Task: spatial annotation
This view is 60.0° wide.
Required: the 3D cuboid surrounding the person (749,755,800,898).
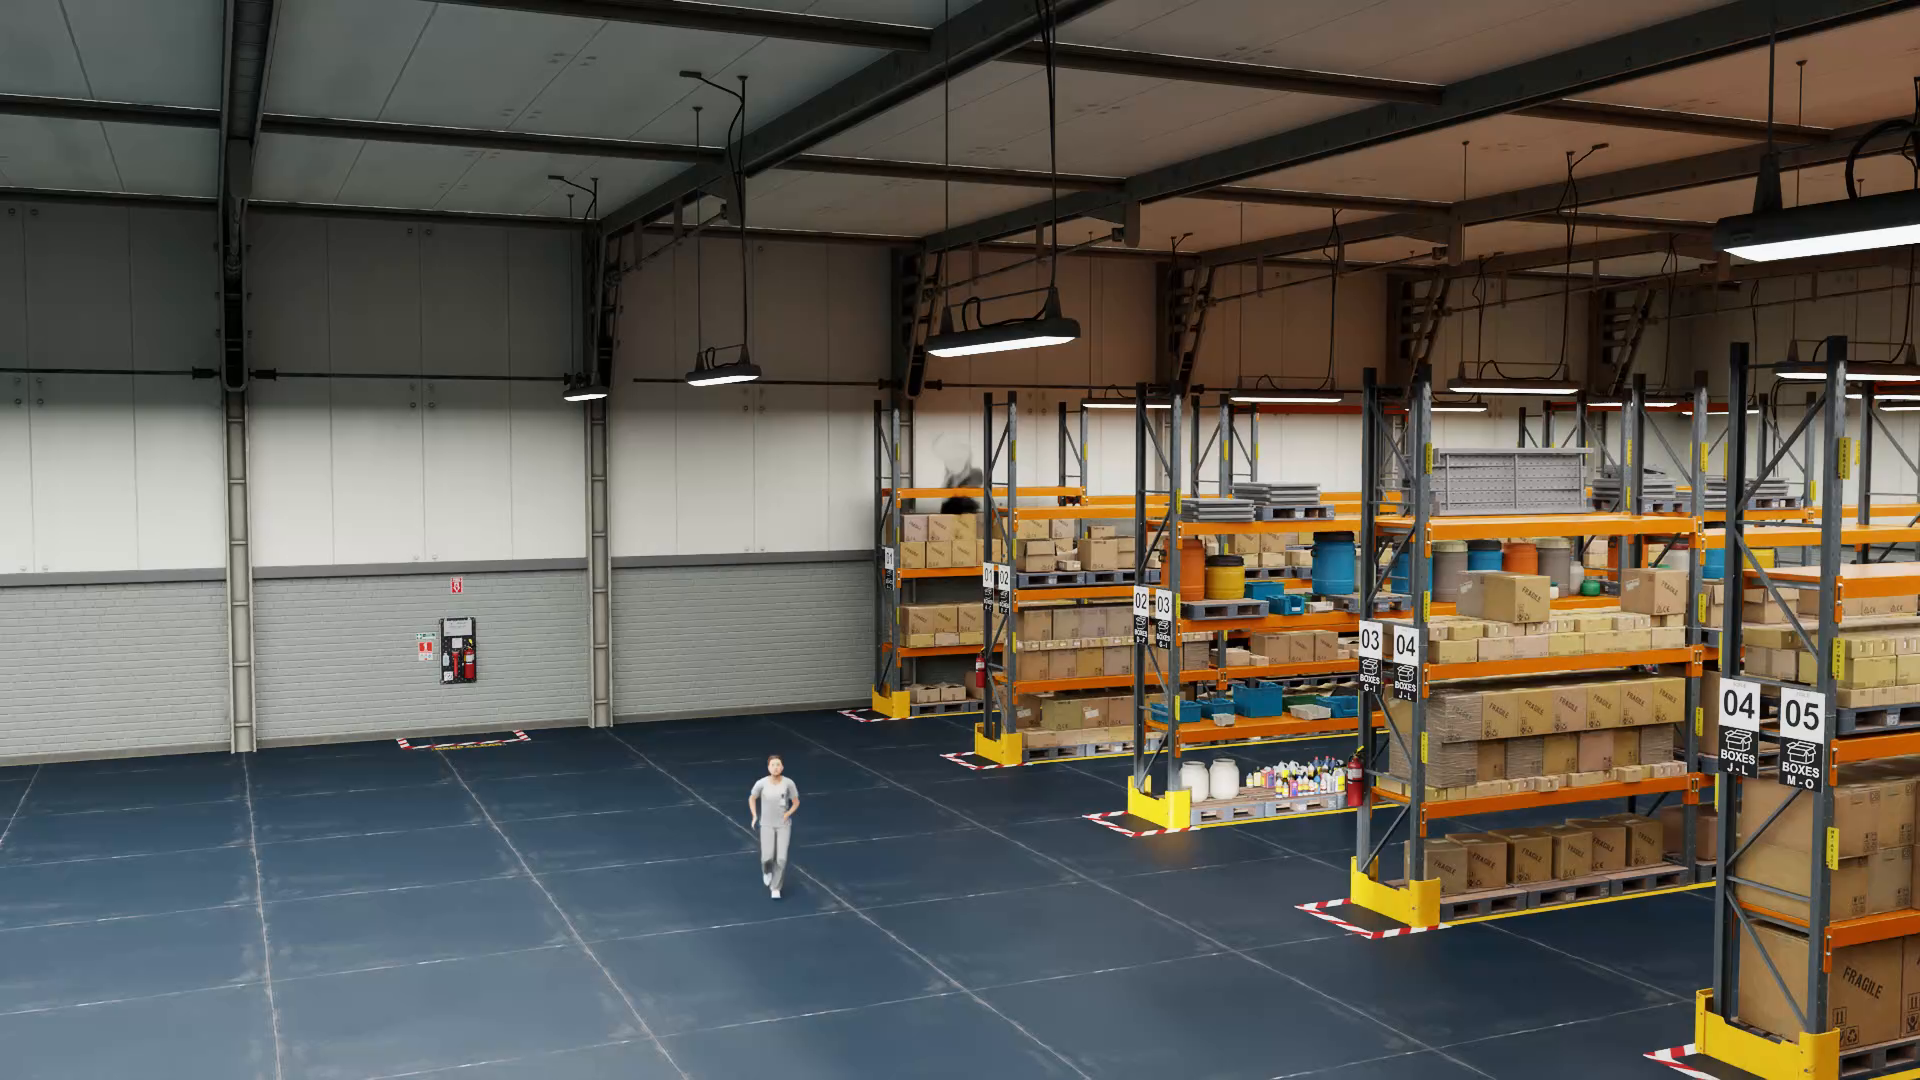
[{"bbox_3d":[-2.102,3.251,18.876,0.572,1.625,0.564,-1,3,-9],"label":"person"}]
